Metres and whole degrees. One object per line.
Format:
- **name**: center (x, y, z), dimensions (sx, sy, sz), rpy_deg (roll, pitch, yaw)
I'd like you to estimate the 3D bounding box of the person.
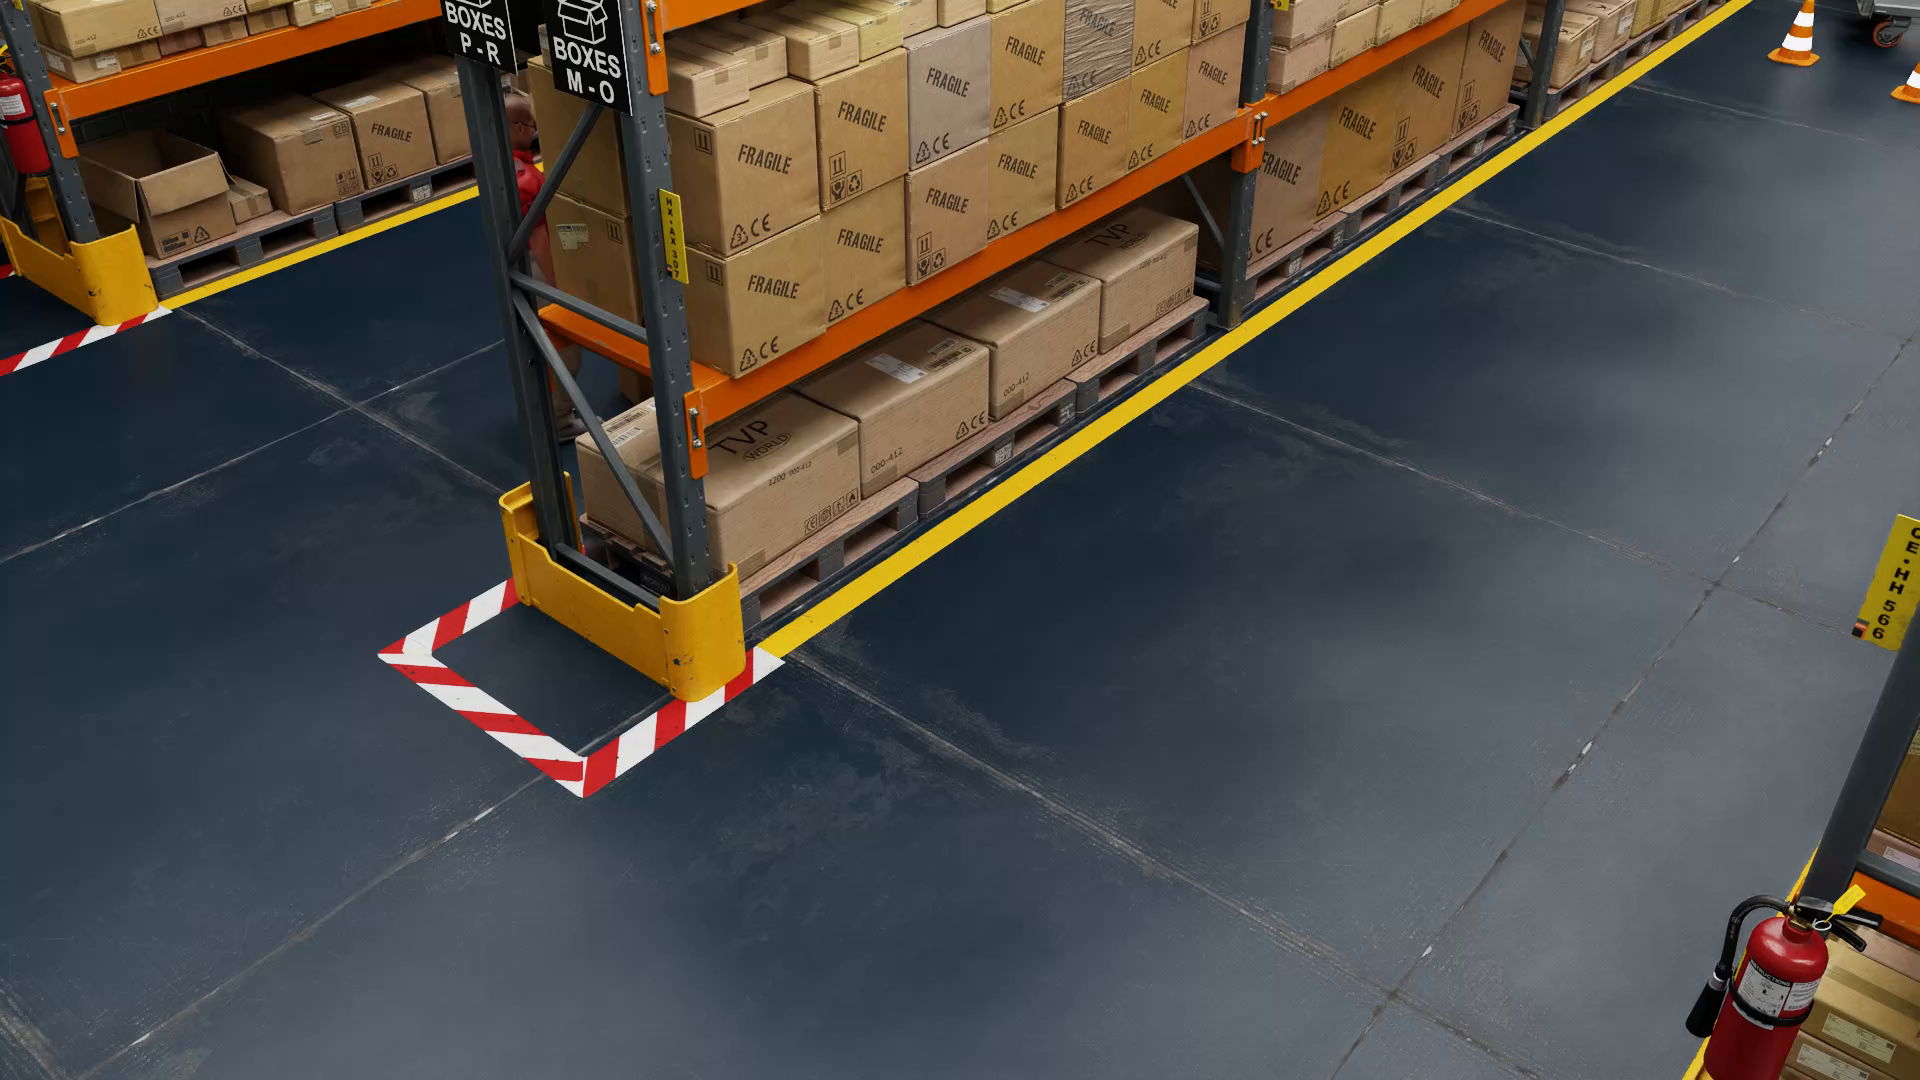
- **person**: center (-2.053, -1.309, 8.057), dimensions (0.357, 1.719, 0.532), rpy_deg (-21, 40, -27)
